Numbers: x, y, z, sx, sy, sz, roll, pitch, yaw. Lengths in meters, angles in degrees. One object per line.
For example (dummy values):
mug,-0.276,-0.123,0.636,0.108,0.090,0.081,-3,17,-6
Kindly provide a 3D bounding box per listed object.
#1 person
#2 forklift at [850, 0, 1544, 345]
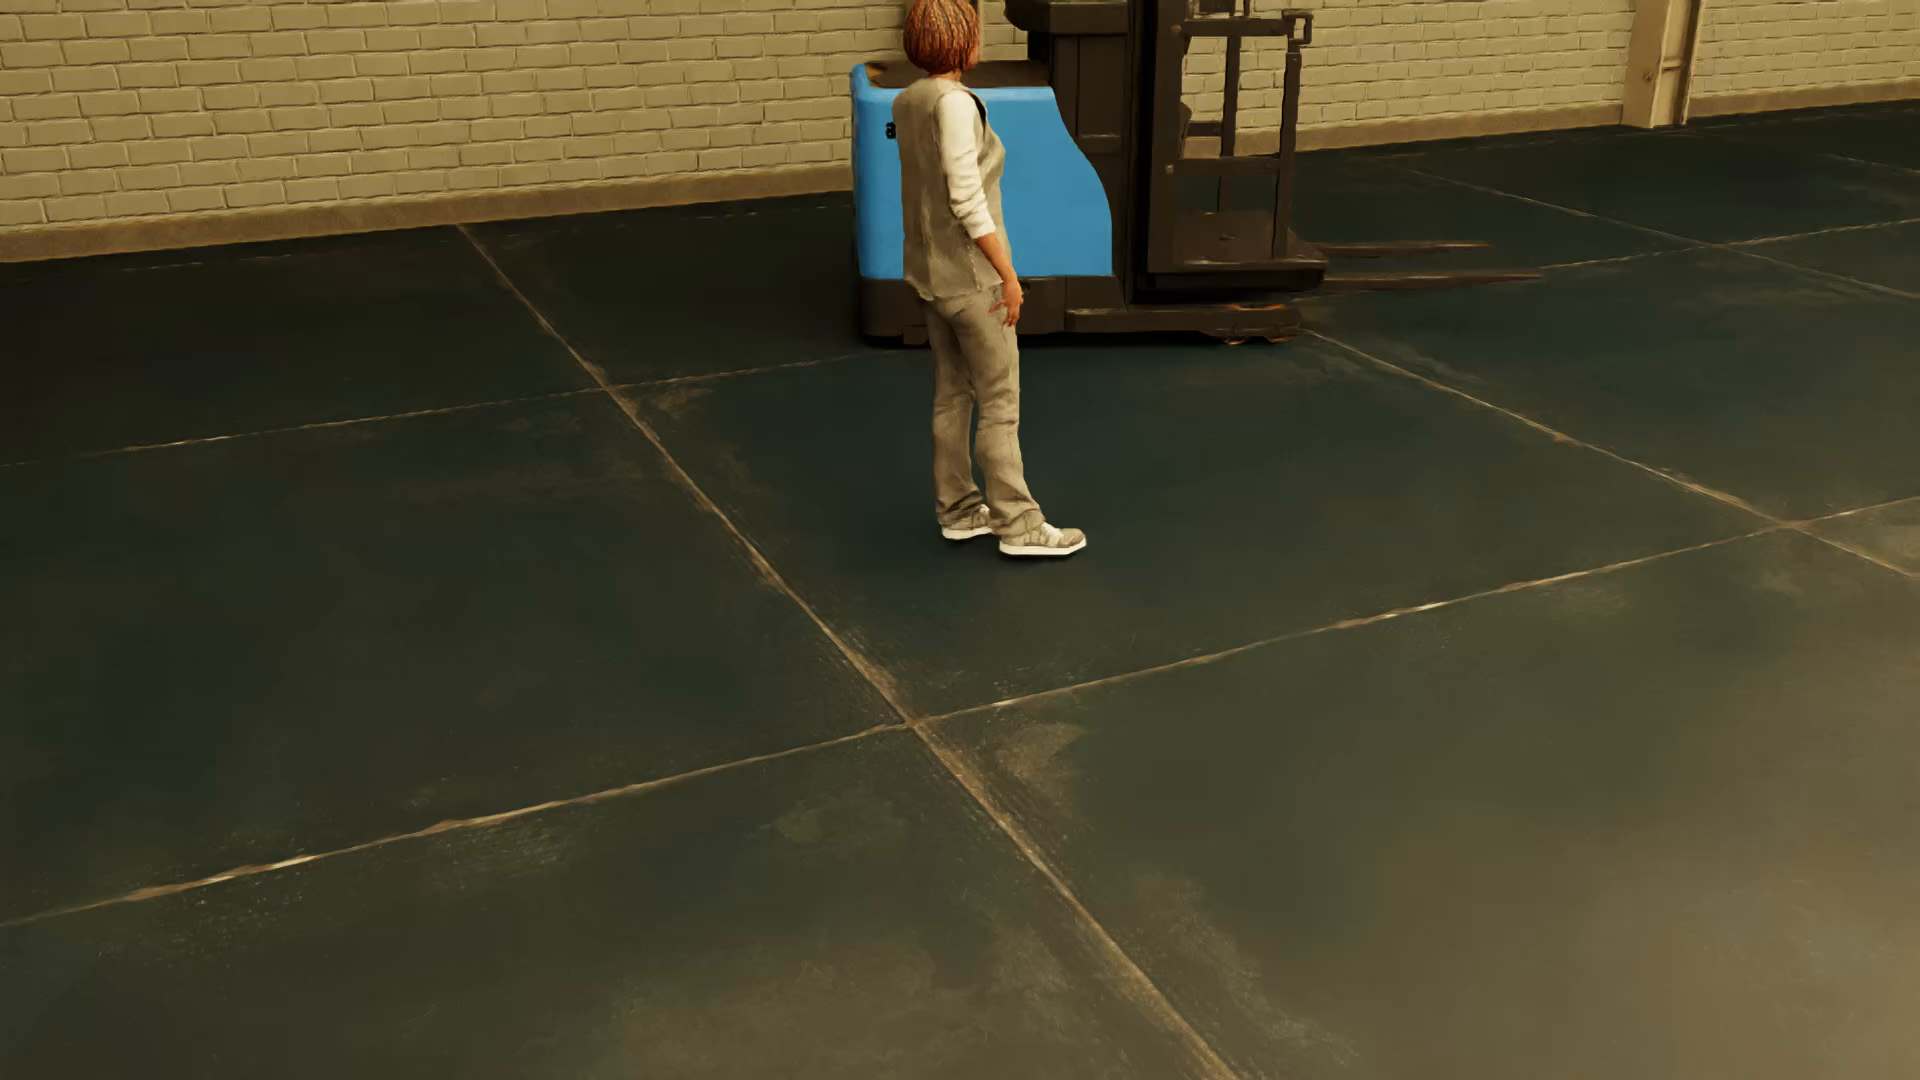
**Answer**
person,0.073,-0.751,4.815,0.474,1.597,0.521,-10,25,-23
forklift,1.040,-2.392,7.043,3.031,2.935,1.130,-2,23,-5
